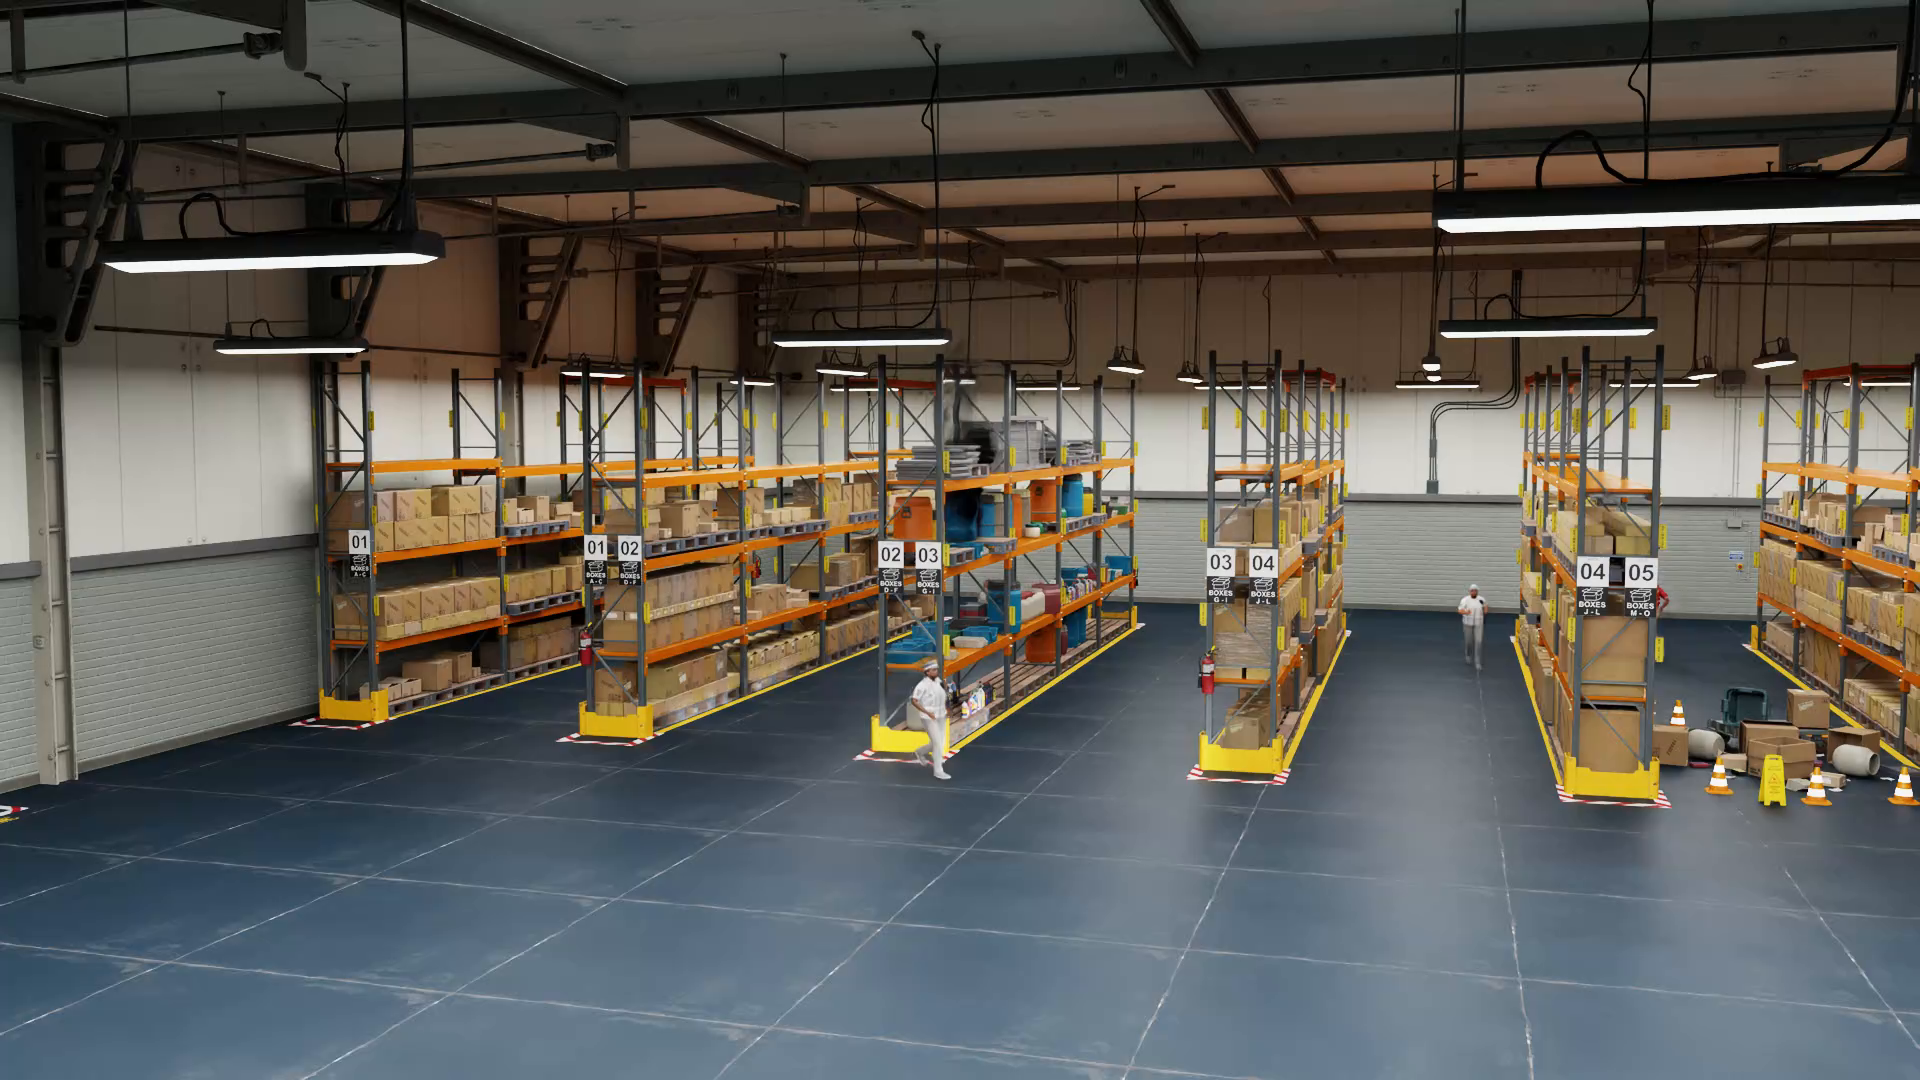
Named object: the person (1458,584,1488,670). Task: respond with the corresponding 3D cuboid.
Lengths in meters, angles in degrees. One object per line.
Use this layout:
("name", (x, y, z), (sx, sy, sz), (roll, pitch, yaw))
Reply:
("person", (10.445, 1.739, 33.853), (0.604, 1.686, 0.893), (1, 4, 12))

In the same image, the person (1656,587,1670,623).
("person", (14.700, 1.597, 35.465), (0.669, 1.699, 0.981), (0, 4, -4))

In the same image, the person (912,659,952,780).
("person", (-0.427, 2.499, 23.399), (0.725, 1.679, 0.591), (4, 5, 41))

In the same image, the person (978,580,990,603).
("person", (0.593, 1.639, 35.606), (0.537, 1.585, 0.892), (1, 4, 17))
